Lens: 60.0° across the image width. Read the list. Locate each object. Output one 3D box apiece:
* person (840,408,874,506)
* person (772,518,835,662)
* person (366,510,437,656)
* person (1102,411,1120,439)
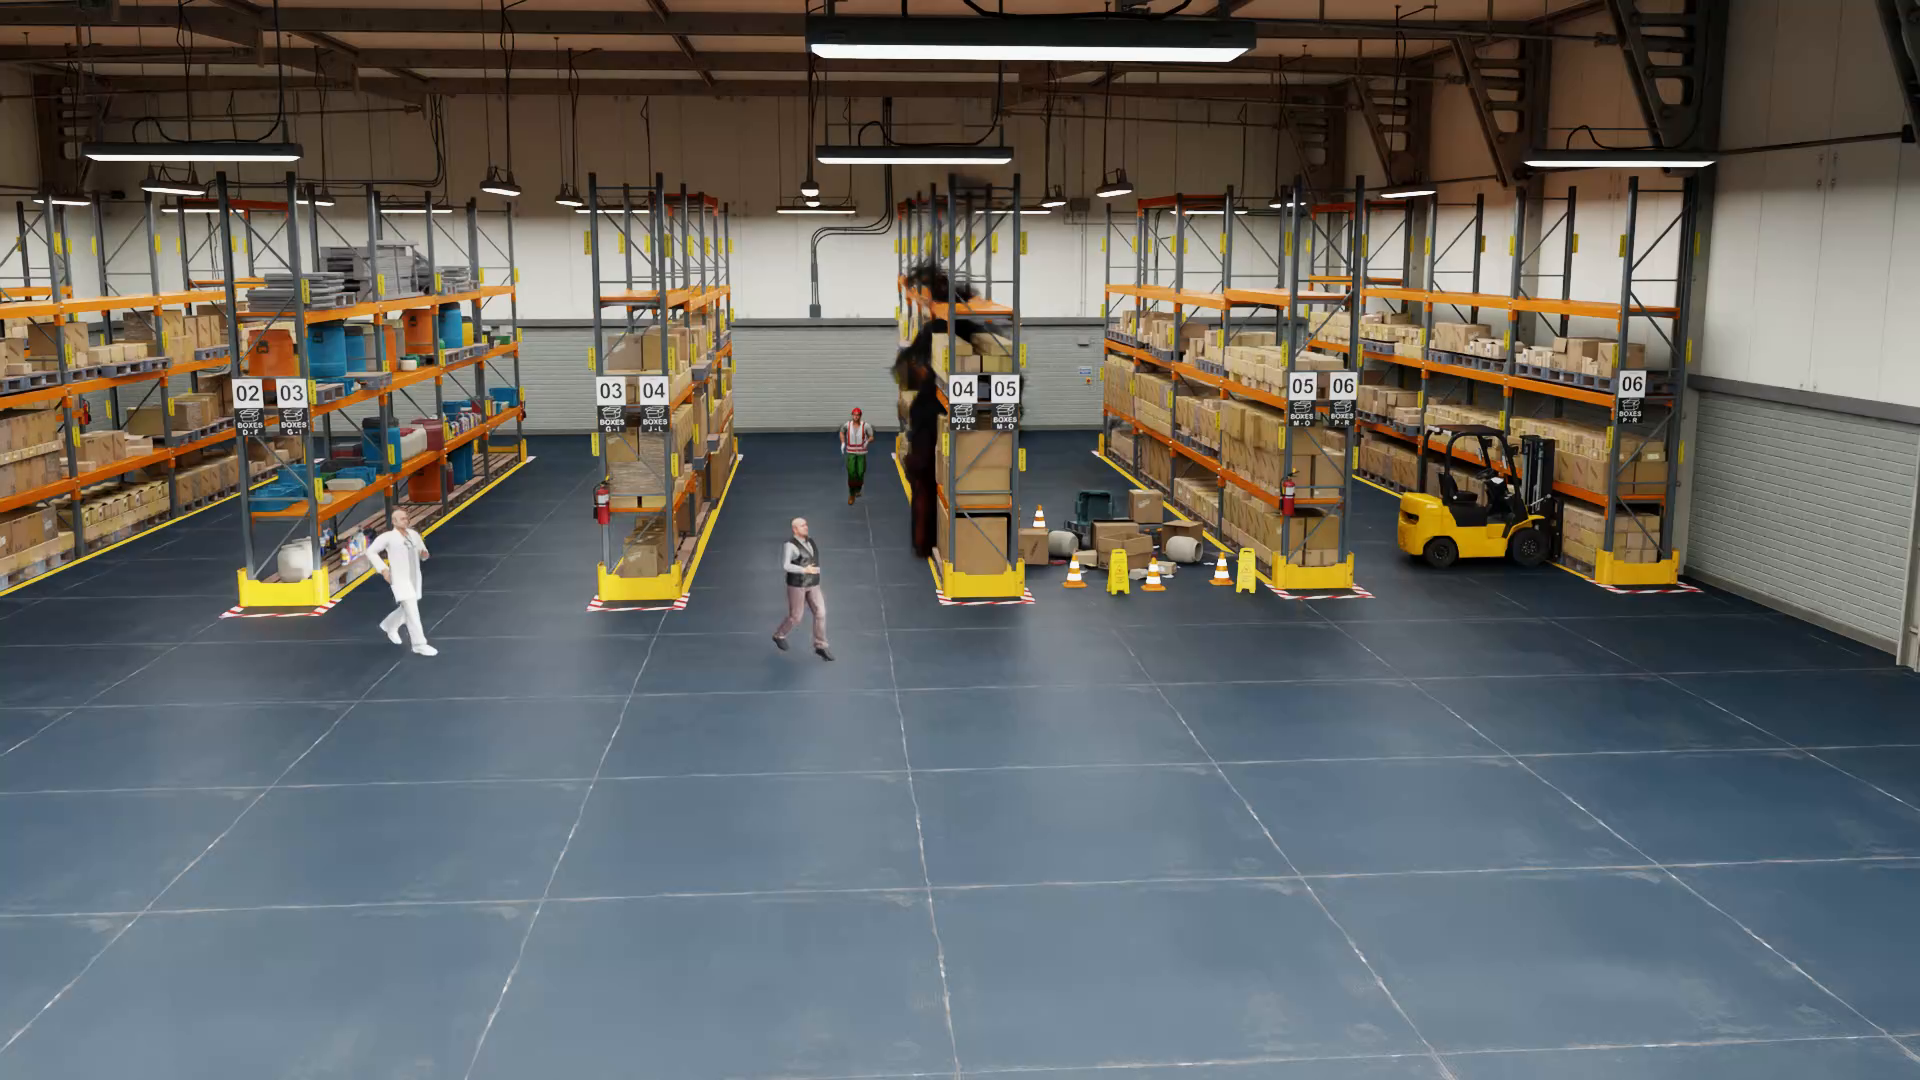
[{"bbox_3d":[-1.944,-1.588,31.486,0.642,1.851,0.739,-1,10,-6],"label":"person"},{"bbox_3d":[-1.935,0.593,20.390,0.918,1.752,0.668,8,13,39],"label":"person"},{"bbox_3d":[-6.879,0.503,20.587,1.065,1.762,0.704,5,11,28],"label":"person"},{"bbox_3d":[3.785,-3.105,41.616,0.811,1.602,0.631,6,12,29],"label":"person"}]
